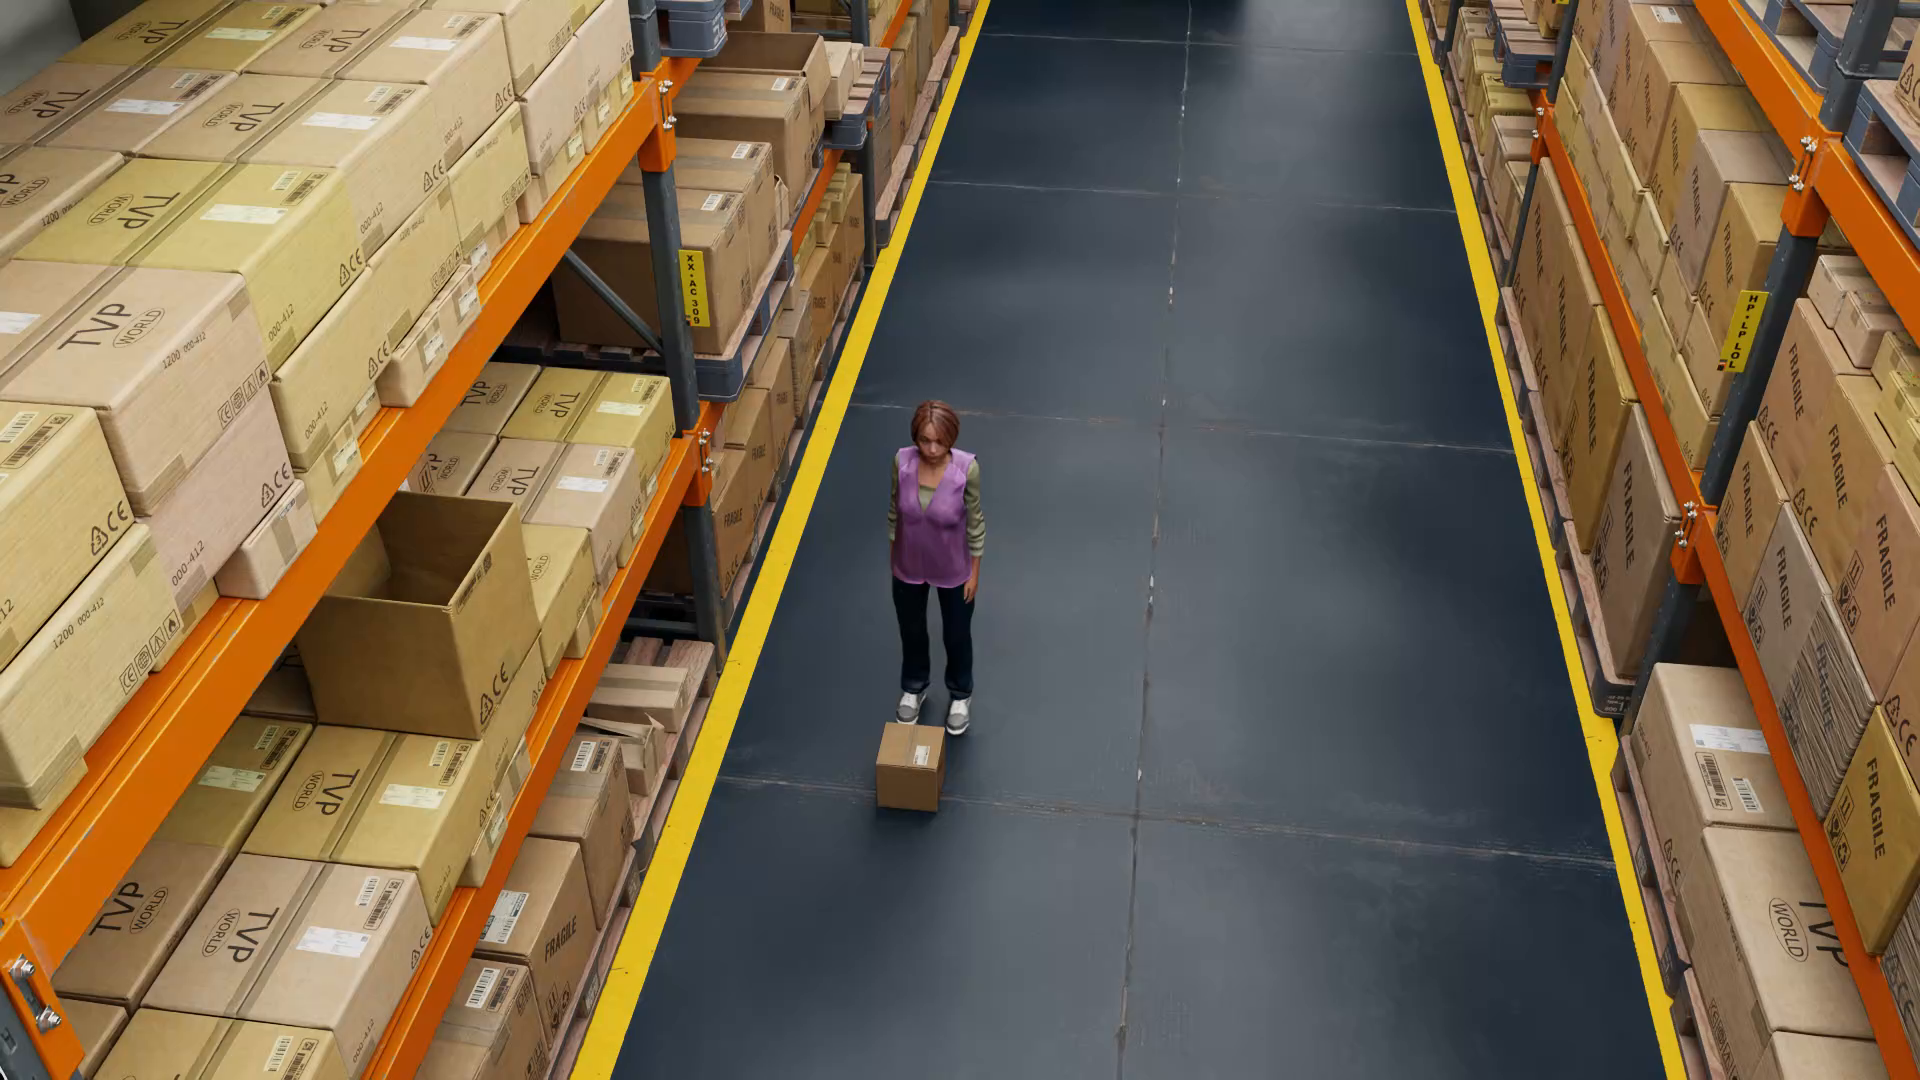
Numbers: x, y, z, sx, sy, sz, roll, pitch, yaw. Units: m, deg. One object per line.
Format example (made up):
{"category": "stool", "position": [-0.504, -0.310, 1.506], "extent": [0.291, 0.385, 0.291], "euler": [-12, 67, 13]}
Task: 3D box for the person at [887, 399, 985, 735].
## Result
{"category": "person", "position": [-0.097, 0.123, 6.879], "extent": [0.405, 1.600, 0.310], "euler": [7, 37, 9]}
